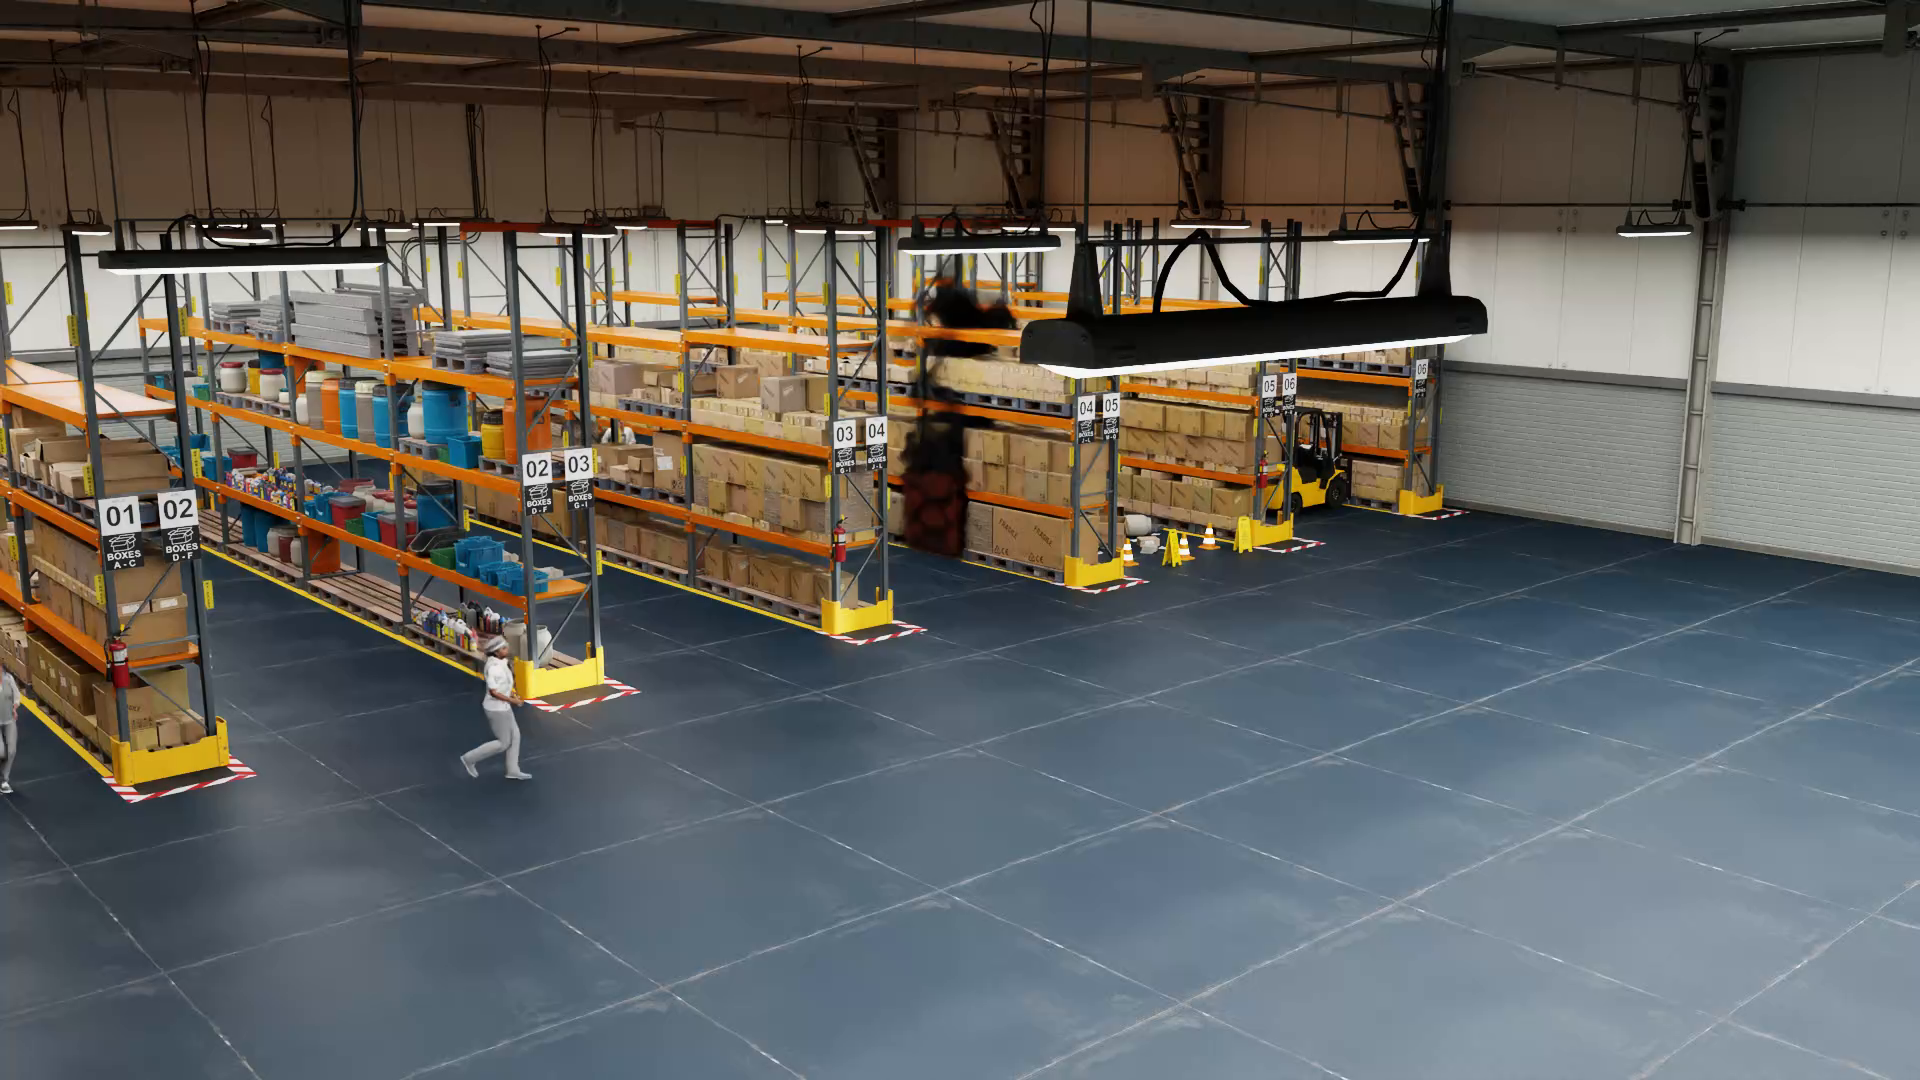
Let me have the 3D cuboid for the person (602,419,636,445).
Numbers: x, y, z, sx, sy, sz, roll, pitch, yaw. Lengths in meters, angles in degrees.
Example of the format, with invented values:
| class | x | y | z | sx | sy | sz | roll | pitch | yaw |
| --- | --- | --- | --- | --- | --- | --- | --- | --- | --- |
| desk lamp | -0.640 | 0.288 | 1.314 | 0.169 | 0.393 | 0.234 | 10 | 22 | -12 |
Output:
| class | x | y | z | sx | sy | sz | roll | pitch | yaw |
| --- | --- | --- | --- | --- | --- | --- | --- | --- | --- |
| person | -7.408 | -1.830 | 36.516 | 0.676 | 1.784 | 0.739 | -9 | 15 | -38 |

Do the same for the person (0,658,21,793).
| class | x | y | z | sx | sy | sz | roll | pitch | yaw |
| --- | --- | --- | --- | --- | --- | --- | --- | --- | --- |
| person | -10.463 | 1.995 | 18.100 | 0.533 | 1.552 | 0.525 | 10 | 15 | 40 |

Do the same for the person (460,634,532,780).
| class | x | y | z | sx | sy | sz | roll | pitch | yaw |
| --- | --- | --- | --- | --- | --- | --- | --- | --- | --- |
| person | -5.176 | 1.872 | 18.442 | 0.756 | 1.695 | 0.586 | -3 | 12 | -15 |

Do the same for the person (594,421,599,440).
| class | x | y | z | sx | sy | sz | roll | pitch | yaw |
| --- | --- | --- | --- | --- | --- | --- | --- | --- | --- |
| person | -8.403 | -1.944 | 37.563 | 0.647 | 1.572 | 0.916 | -8 | 14 | -36 |
